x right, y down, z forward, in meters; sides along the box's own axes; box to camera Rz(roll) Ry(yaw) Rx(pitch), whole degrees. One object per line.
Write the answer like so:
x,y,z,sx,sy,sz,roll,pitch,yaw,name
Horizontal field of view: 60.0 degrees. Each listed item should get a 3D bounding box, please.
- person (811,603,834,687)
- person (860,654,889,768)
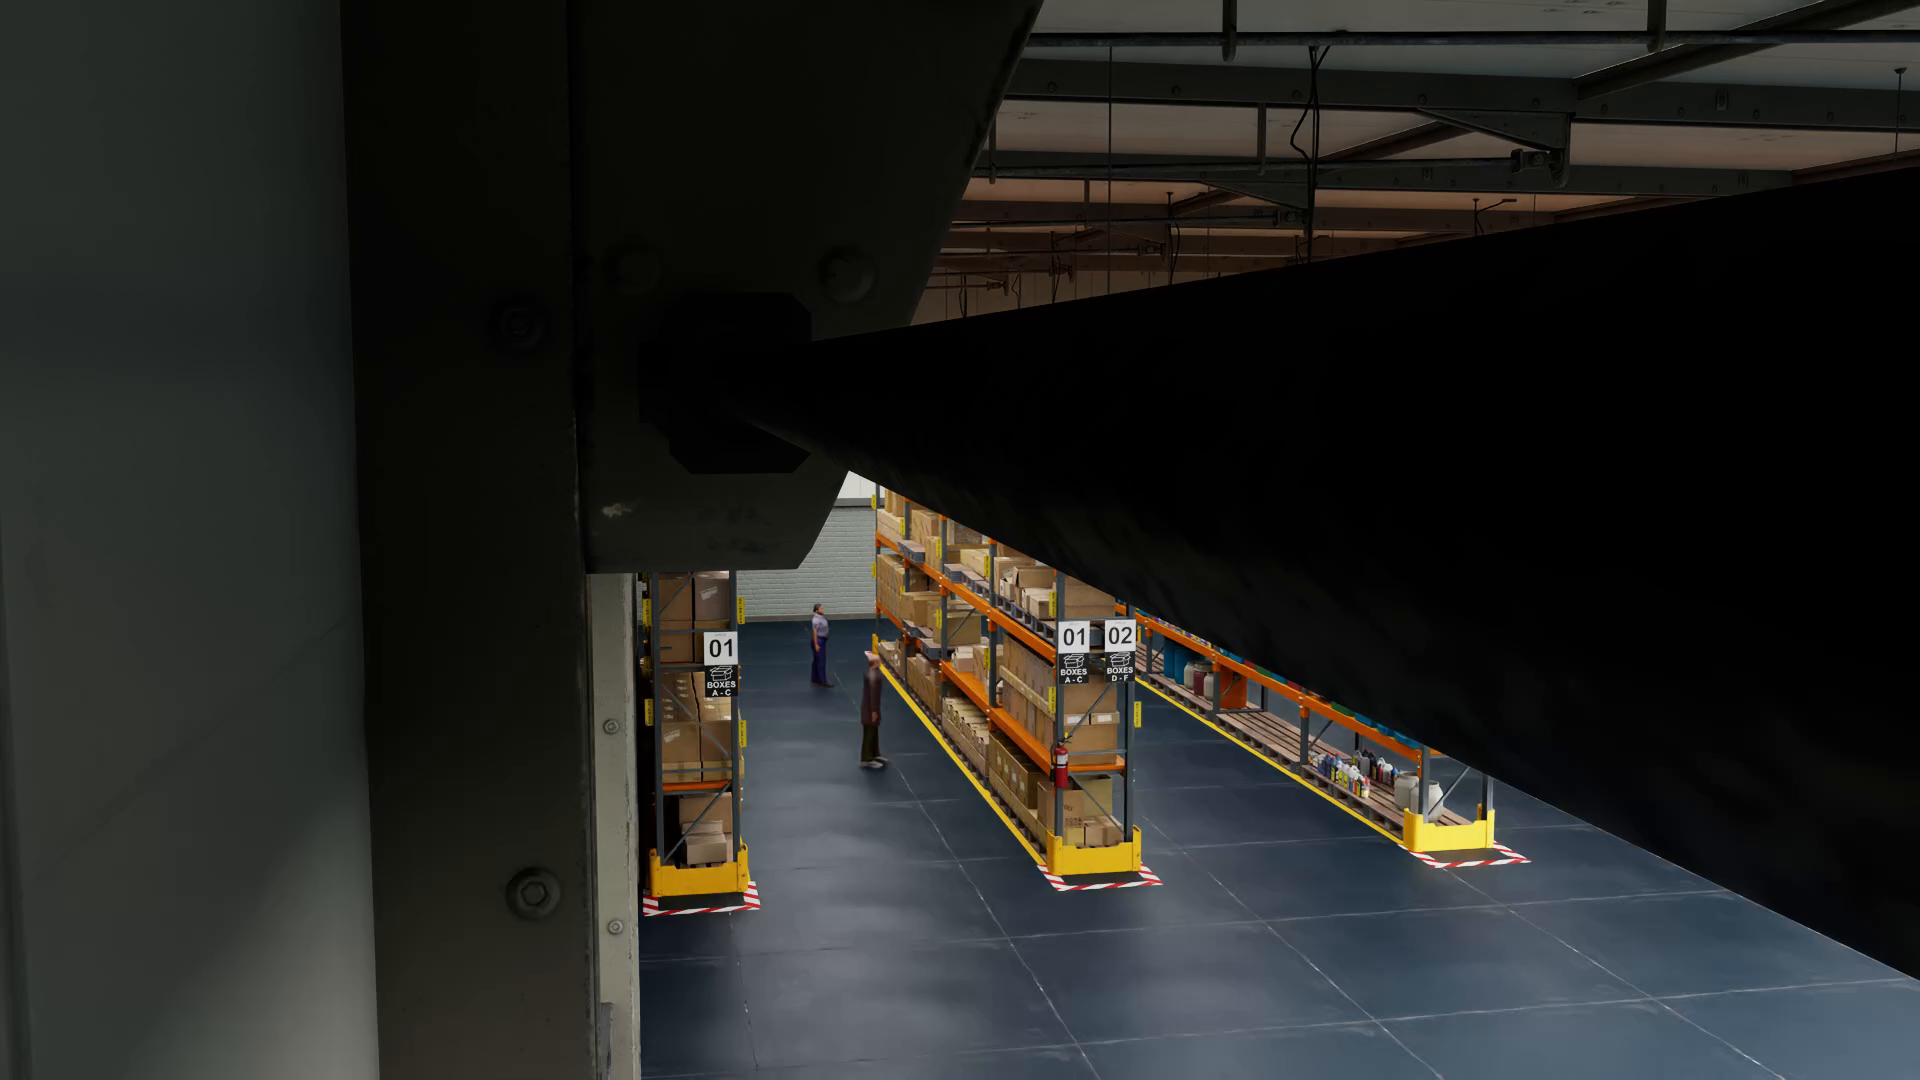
-2.760,2.096,33.358,0.498,1.669,0.506,0,6,4,person
-1.367,2.773,26.574,0.462,1.689,0.607,-1,6,-7,person
